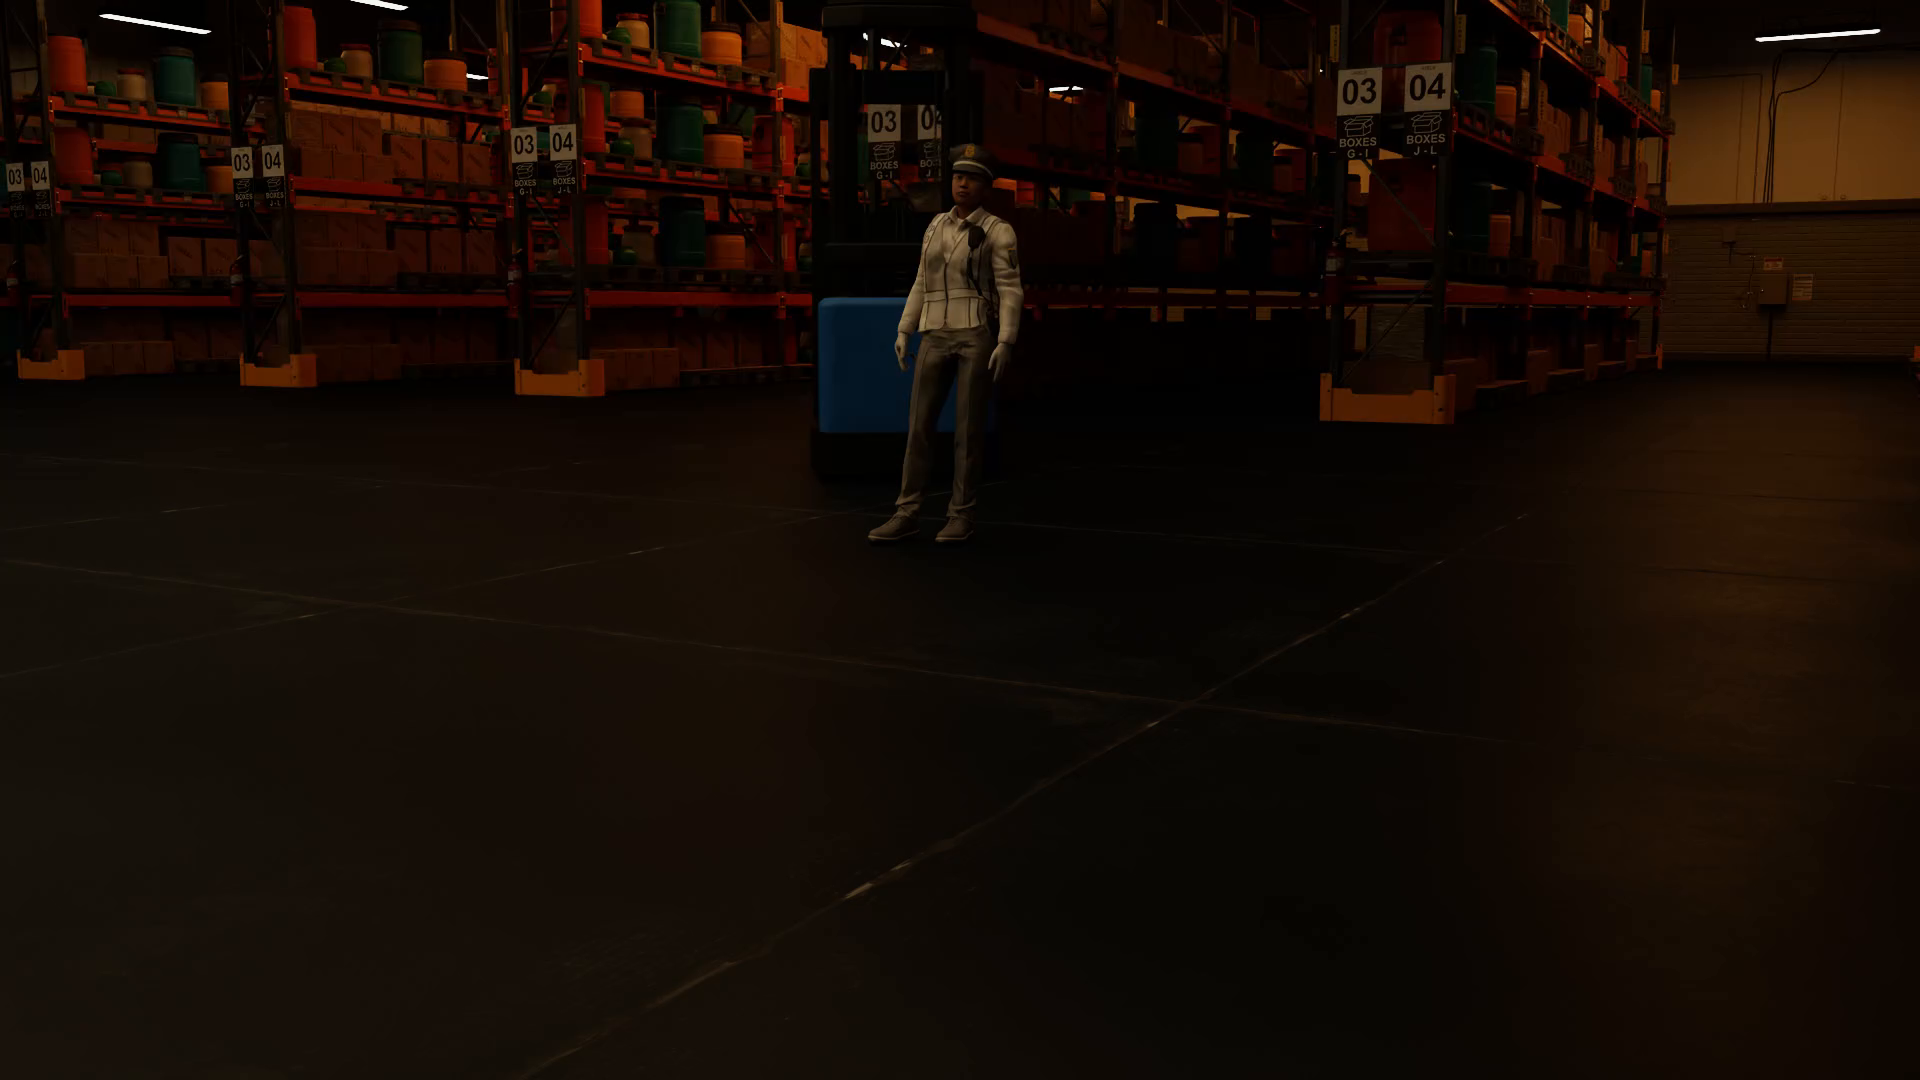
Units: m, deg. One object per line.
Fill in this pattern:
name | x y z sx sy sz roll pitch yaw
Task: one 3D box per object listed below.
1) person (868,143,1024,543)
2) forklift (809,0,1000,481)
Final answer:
person | -0.039 -0.839 7.141 0.588 1.695 0.531 4 9 29
forklift | -0.425 -1.964 10.825 1.130 2.935 3.031 -1 8 -5
